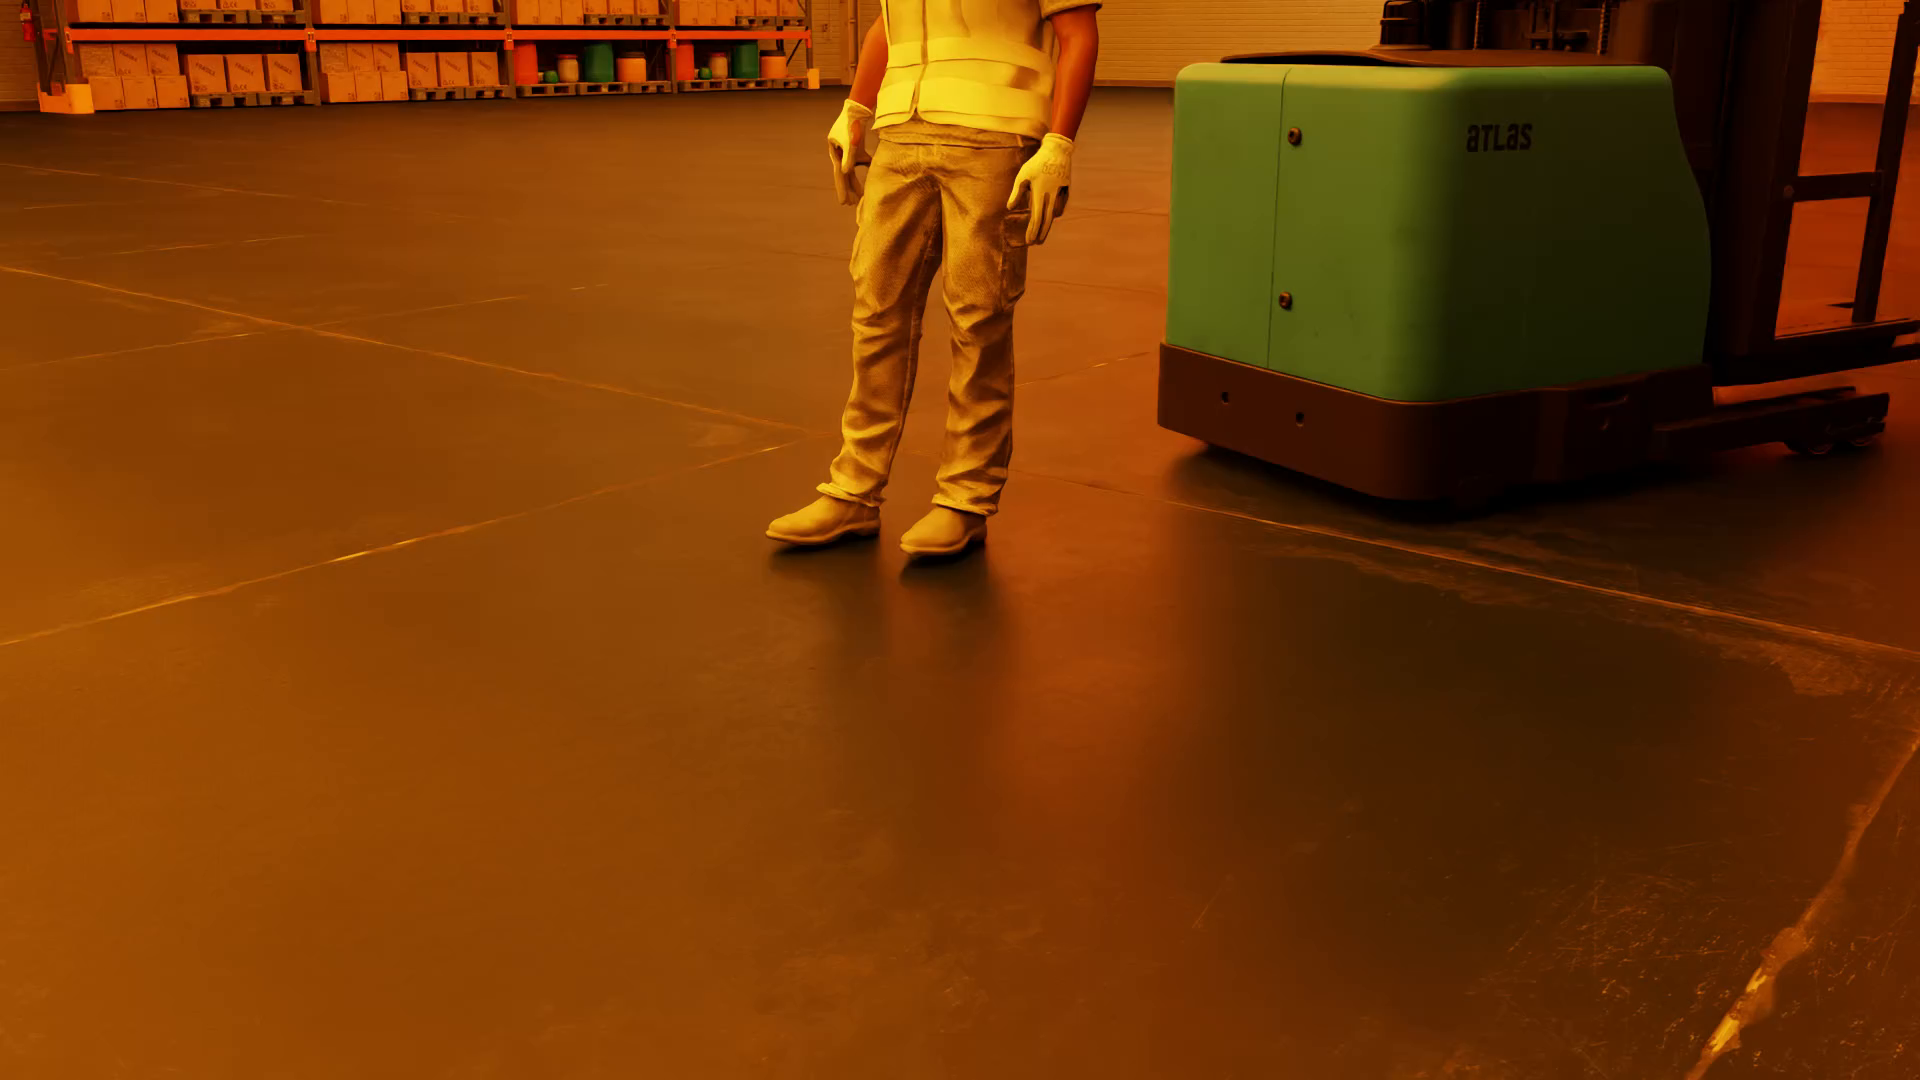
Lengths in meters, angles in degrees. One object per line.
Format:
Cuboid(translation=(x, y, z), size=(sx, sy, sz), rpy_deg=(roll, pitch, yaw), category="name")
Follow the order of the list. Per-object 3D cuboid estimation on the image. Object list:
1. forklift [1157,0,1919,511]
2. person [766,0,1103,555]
Cuboid(translation=(2.105, -1.766, 4.714), size=(3.031, 2.935, 1.130), rpy_deg=(-9, 19, -28), category="forklift")
Cuboid(translation=(-0.052, -0.846, 3.633), size=(0.656, 1.781, 0.577), rpy_deg=(13, 21, 37), category="person")
